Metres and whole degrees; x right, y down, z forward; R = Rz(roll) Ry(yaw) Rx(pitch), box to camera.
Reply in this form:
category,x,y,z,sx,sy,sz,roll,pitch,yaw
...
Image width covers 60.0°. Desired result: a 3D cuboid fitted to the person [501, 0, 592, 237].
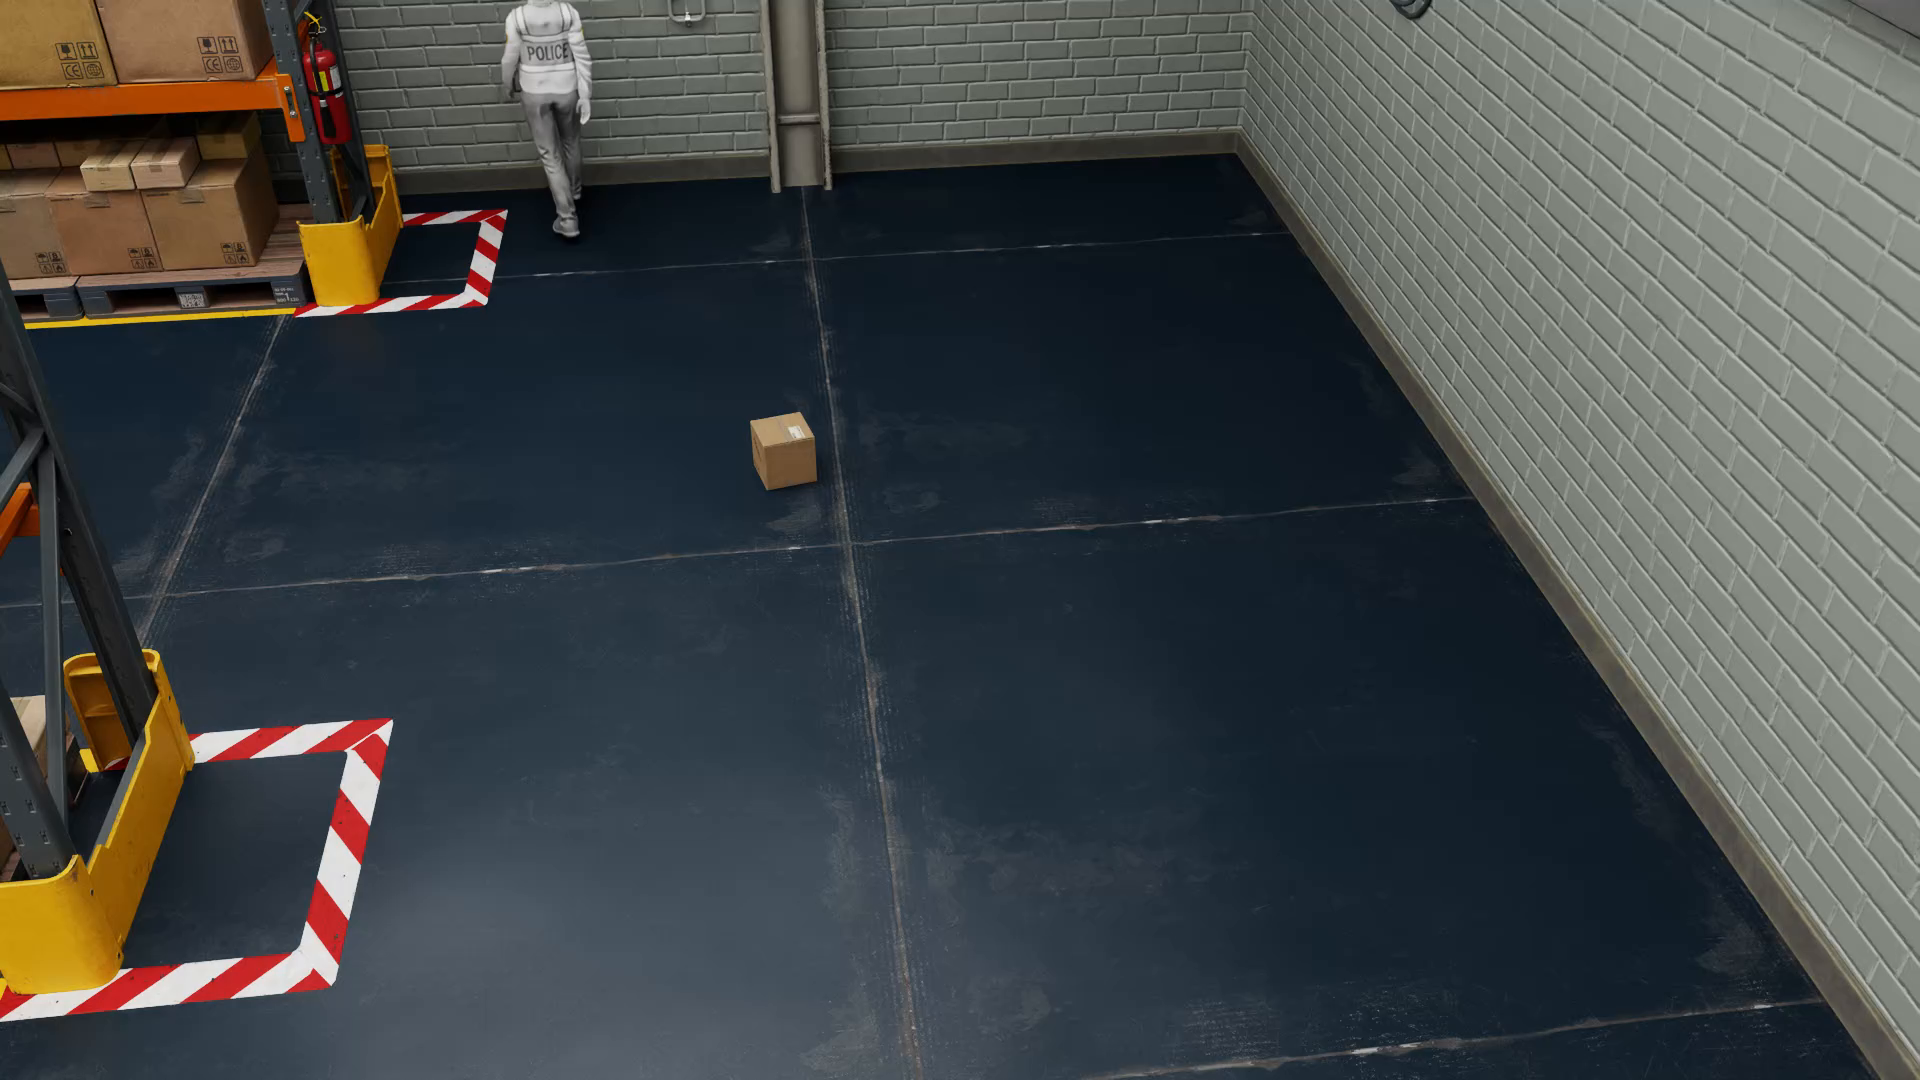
category,x,y,z,sx,sy,sz,roll,pitch,yaw
person,-2.500,-2.728,9.996,0.493,1.650,0.852,-17,39,-23
